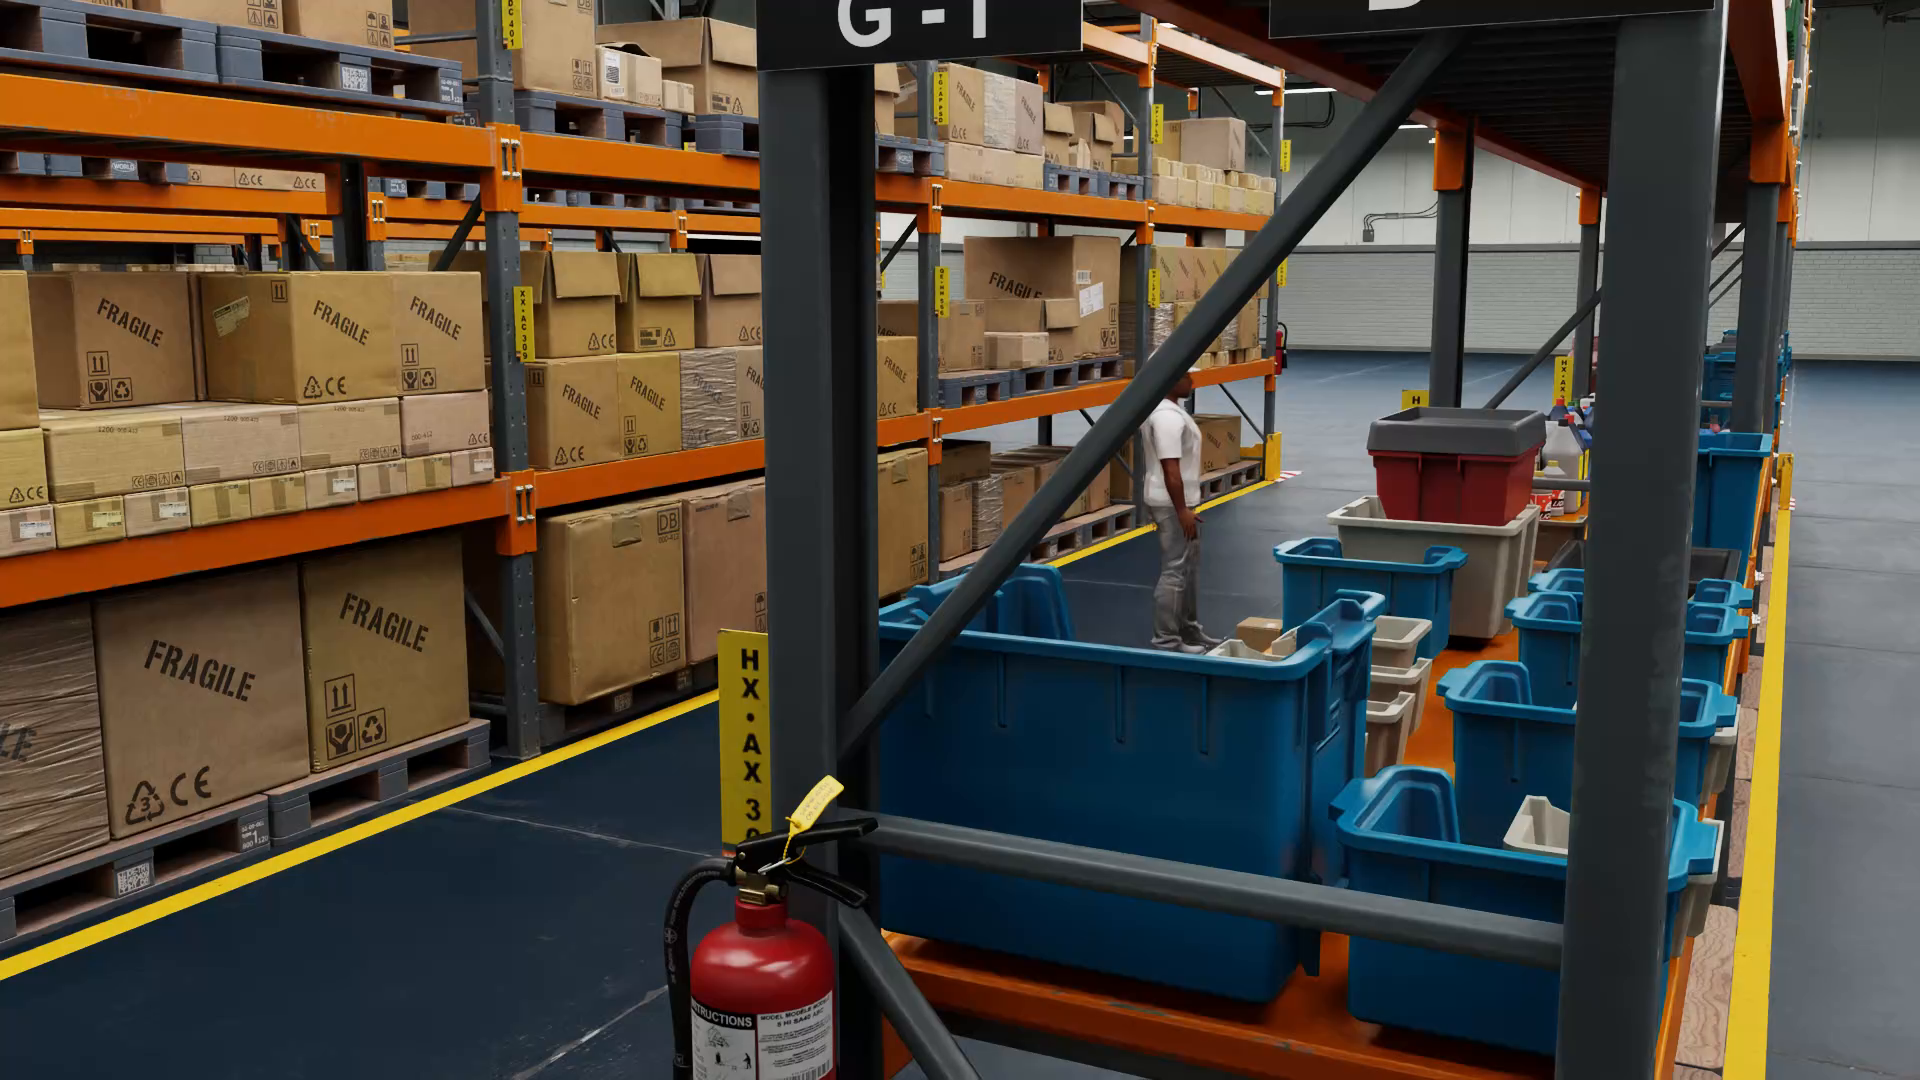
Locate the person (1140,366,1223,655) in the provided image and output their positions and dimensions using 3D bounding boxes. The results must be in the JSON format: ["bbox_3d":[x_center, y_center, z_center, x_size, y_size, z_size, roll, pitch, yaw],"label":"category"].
[{"bbox_3d":[1.301,-0.201,9.506,0.539,1.778,0.599,0,9,0],"label":"person"}]
